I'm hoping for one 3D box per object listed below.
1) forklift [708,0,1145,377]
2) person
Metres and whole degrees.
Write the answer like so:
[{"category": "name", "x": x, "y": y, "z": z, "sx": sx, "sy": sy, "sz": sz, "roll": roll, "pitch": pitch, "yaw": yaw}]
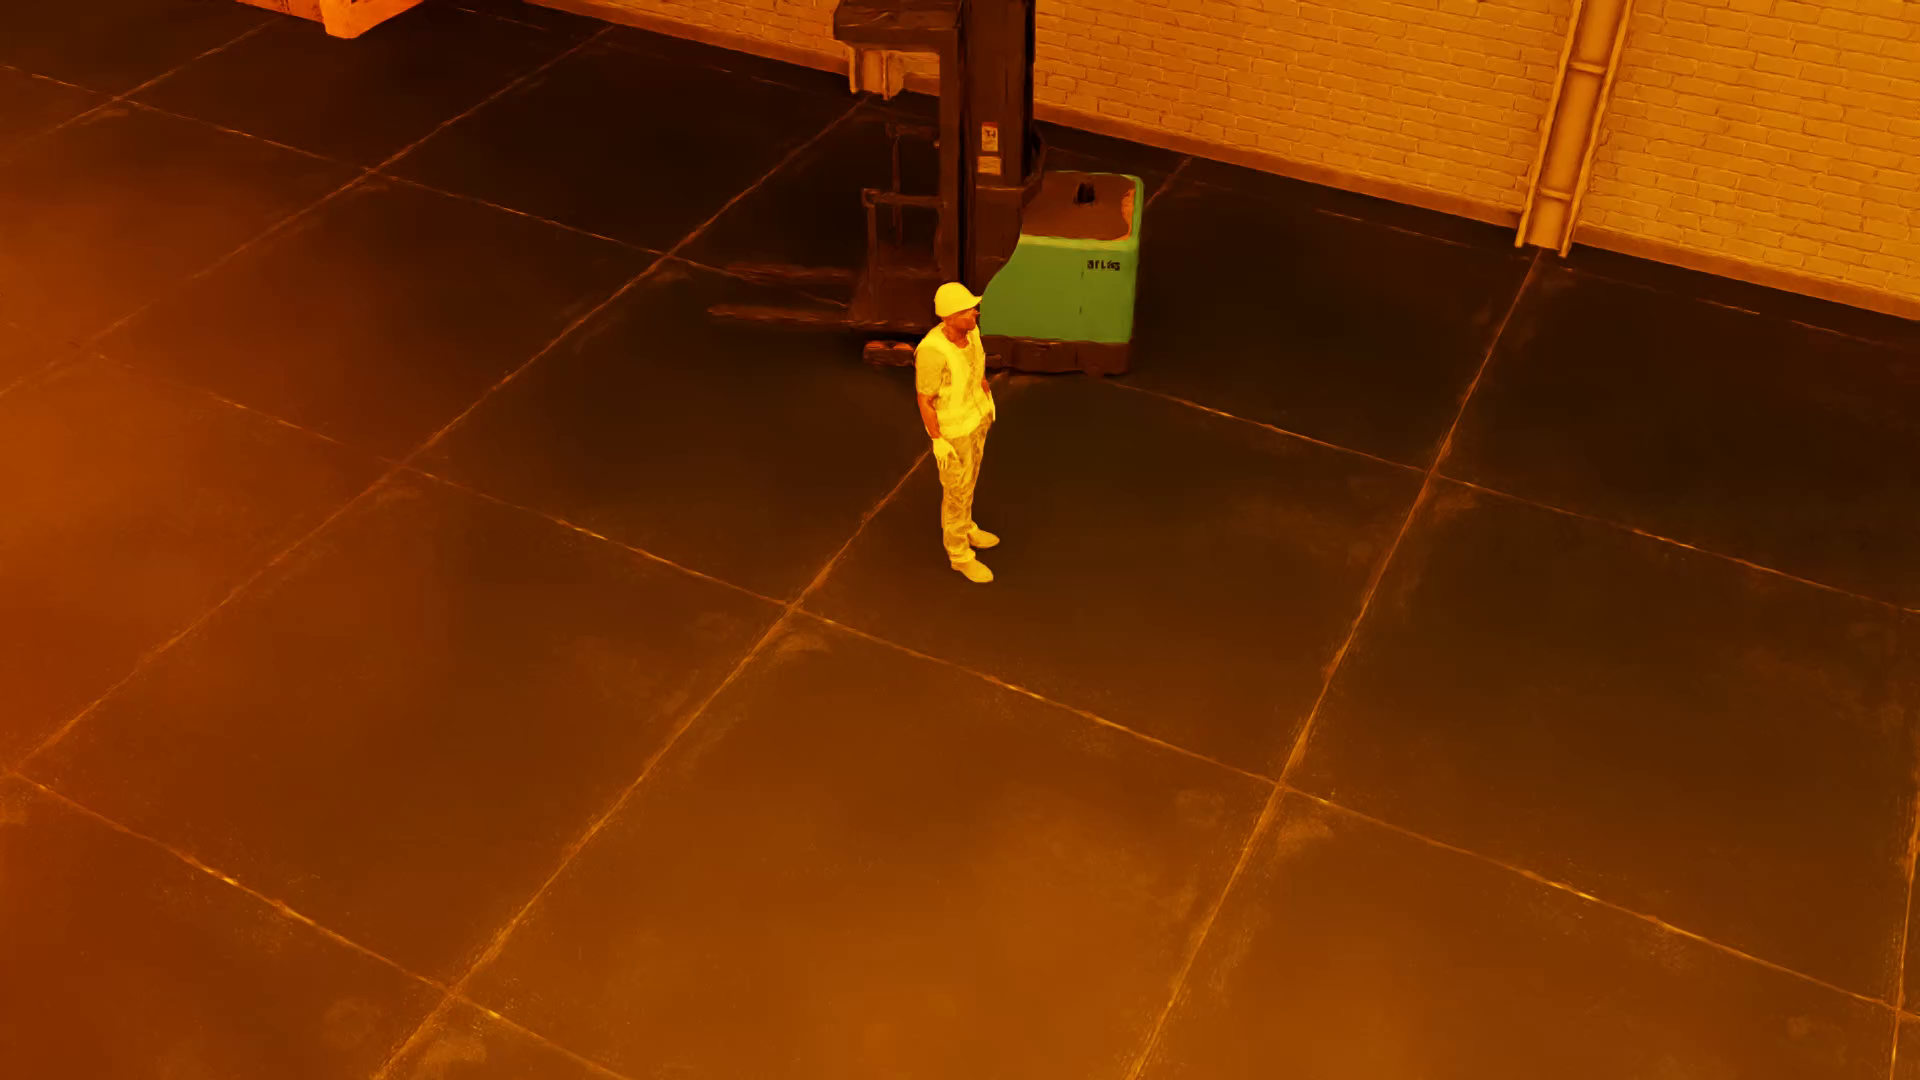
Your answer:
[{"category": "forklift", "x": -0.255, "y": -2.671, "z": 11.158, "sx": 3.031, "sy": 2.935, "sz": 1.130, "roll": 5, "pitch": 40, "yaw": 6}, {"category": "person", "x": 0.060, "y": -0.659, "z": 9.654, "sx": 0.576, "sy": 1.777, "sz": 0.655, "roll": 18, "pitch": 43, "yaw": 21}]
